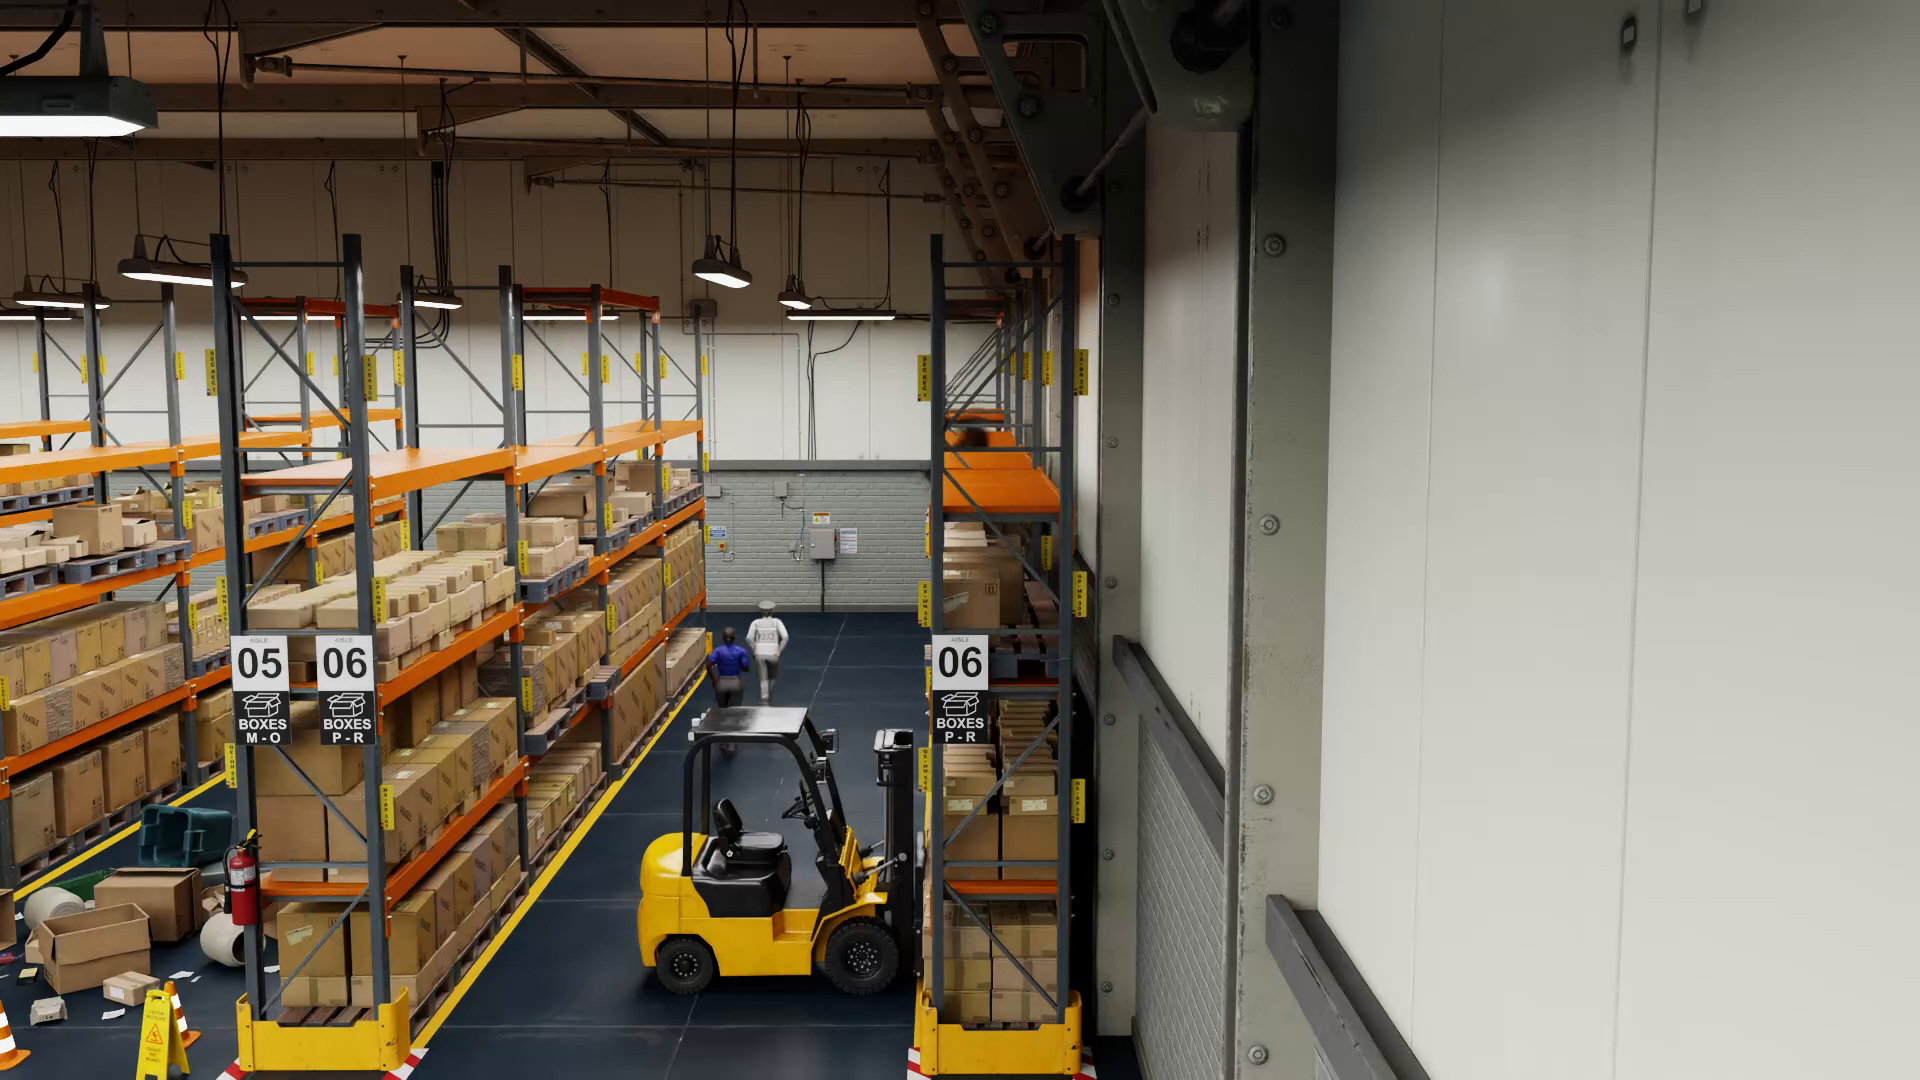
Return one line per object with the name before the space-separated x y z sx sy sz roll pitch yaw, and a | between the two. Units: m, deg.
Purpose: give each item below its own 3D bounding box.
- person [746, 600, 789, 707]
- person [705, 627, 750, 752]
person | -2.763 1.744 23.847 0.620 1.668 0.894 0 6 -3
person | -3.009 1.967 21.639 0.555 1.702 0.686 0 6 -3
